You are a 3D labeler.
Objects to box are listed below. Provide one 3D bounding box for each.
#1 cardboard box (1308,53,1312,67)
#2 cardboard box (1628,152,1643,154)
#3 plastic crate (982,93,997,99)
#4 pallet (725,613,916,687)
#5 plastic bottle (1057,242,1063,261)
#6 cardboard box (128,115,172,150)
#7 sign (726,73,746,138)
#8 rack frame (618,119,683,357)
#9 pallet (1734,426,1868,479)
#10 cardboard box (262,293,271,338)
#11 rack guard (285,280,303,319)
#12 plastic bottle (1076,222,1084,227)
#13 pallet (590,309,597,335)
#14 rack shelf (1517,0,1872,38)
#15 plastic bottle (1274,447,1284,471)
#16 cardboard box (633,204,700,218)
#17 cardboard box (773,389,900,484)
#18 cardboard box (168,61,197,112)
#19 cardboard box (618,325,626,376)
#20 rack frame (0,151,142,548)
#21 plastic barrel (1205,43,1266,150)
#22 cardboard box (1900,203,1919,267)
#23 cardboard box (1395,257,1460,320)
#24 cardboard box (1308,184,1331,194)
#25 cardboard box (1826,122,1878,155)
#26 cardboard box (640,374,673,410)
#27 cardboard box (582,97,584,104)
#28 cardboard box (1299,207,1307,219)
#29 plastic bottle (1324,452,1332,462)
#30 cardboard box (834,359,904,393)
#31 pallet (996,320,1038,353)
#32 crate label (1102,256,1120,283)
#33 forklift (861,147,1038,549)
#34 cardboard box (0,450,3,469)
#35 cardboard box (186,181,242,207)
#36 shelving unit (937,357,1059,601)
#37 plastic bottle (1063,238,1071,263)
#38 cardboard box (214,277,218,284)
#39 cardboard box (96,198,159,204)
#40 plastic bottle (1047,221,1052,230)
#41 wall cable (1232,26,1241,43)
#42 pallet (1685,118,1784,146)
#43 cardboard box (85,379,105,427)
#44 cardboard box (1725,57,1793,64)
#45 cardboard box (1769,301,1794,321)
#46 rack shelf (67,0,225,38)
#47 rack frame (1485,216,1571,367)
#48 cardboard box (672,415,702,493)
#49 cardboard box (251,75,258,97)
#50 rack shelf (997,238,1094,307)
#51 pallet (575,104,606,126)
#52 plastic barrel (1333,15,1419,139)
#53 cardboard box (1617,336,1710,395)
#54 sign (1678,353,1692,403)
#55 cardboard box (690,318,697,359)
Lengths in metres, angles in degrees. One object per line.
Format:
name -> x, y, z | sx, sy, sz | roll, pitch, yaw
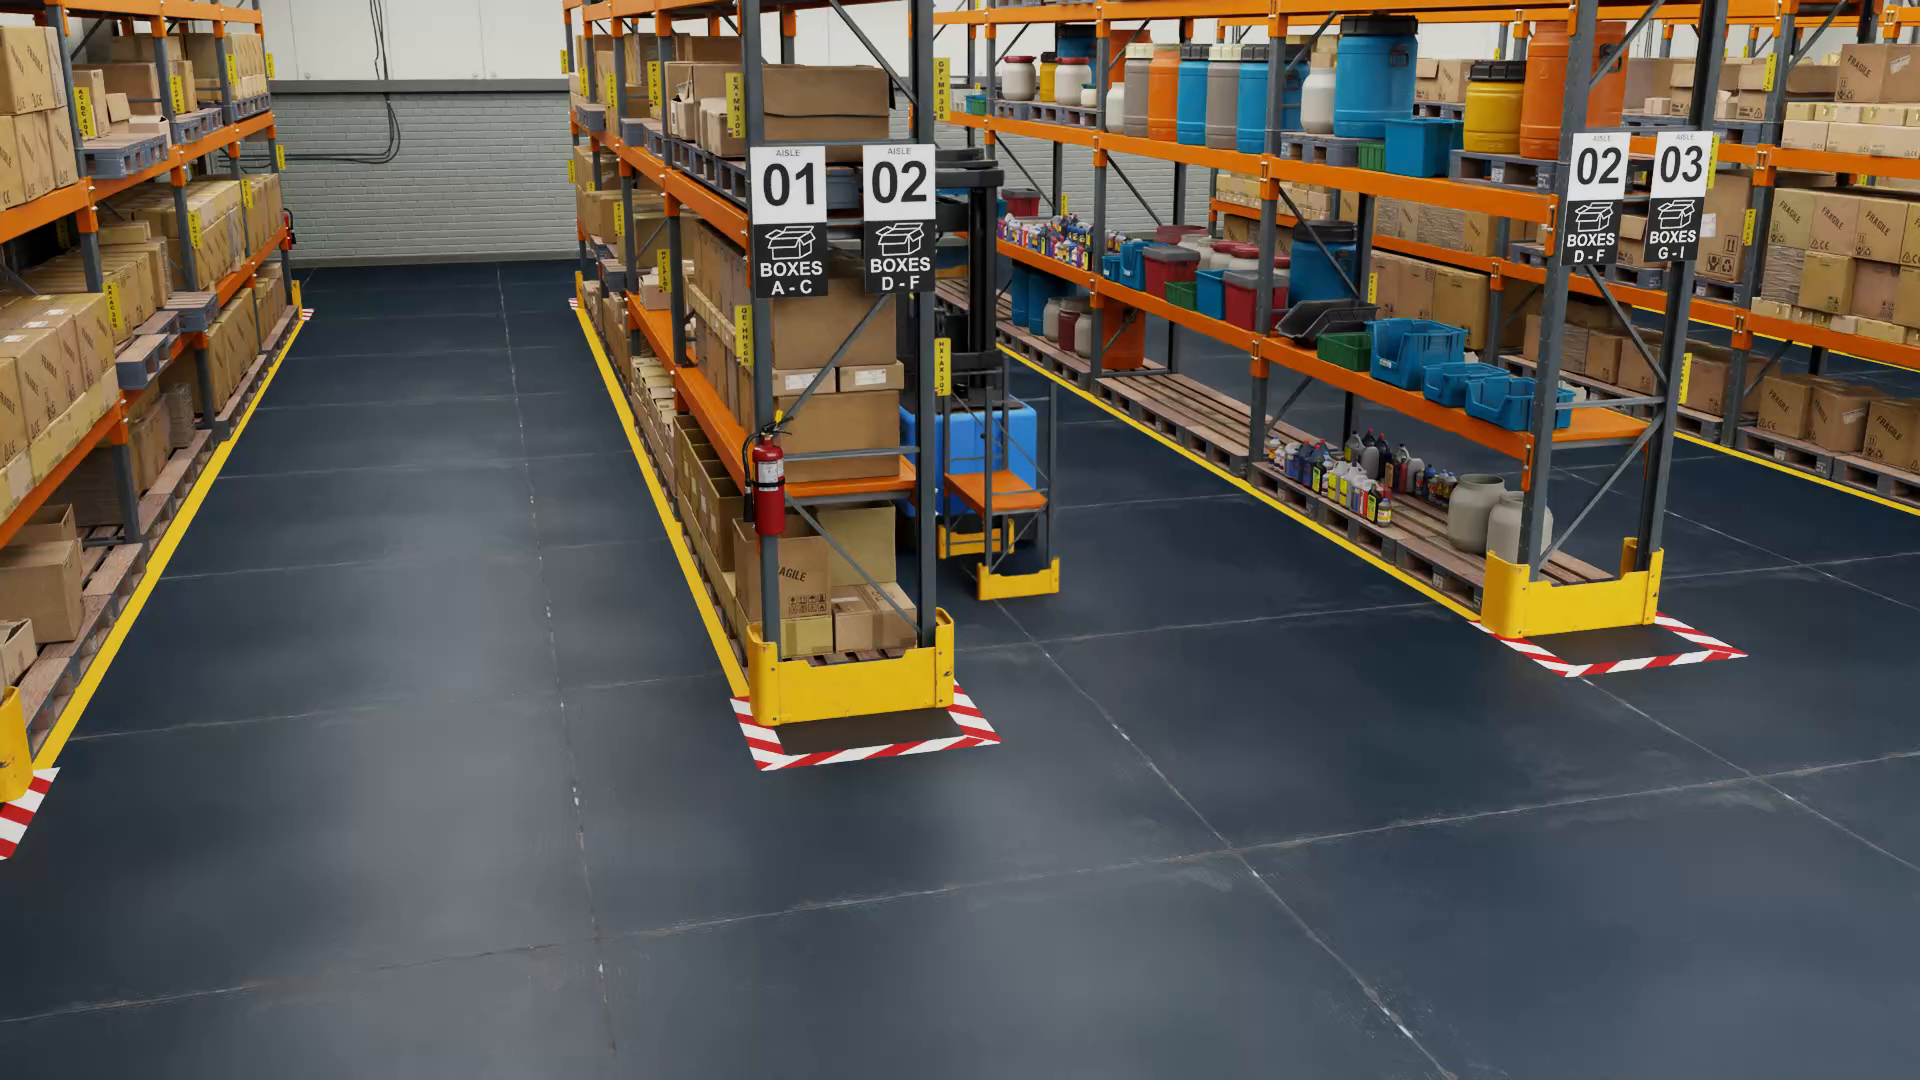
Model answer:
cardboard box -> 5.175, -6.672, 23.659 | 0.700, 0.500, 0.500 | -4, 17, -12
cardboard box -> 9.999, -5.720, 24.351 | 0.500, 0.500, 0.500 | -5, 18, -17
plastic crate -> 0.275, -6.378, 24.124 | 0.450, 0.188, 0.336 | -5, 17, -15
pallet -> -0.887, 0.651, 10.419 | 1.003, 0.211, 1.213 | -5, 17, -15
plastic bottle -> 1.169, -3.322, 19.142 | 0.097, 0.201, 0.097 | 0, 17, 0
cardboard box -> -7.140, -3.522, 14.370 | 0.500, 0.311, 0.500 | -5, 17, -15
sign -> -1.162, -2.260, 8.647 | 0.100, 0.325, 0.005 | -5, 17, -15
rack frame -> -2.835, -2.689, 16.691 | 1.000, 3.000, 0.127 | -5, 17, -15
pallet -> 8.008, -0.847, 15.404 | 1.003, 0.211, 1.213 | -5, 17, -15
cardboard box -> -8.938, -2.761, 20.546 | 0.700, 0.500, 0.500 | -5, 17, -16
rack guard -> -9.802, -3.319, 23.132 | 1.175, 0.500, 0.348 | -5, 17, -15
plastic bottle -> 1.487, -3.803, 20.614 | 0.152, 0.276, 0.135 | -5, 17, -15
pallet -> -4.461, -2.988, 22.534 | 1.003, 0.211, 1.213 | -5, 17, -15
rack shelf -> 7.240, -5.255, 16.751 | 1.077, 0.370, 4.000 | -5, 17, -15
plastic bottle -> 2.722, -0.693, 14.145 | 0.097, 0.201, 0.097 | 0, 17, 0
cardboard box -> -3.184, -3.372, 18.059 | 0.700, 0.500, 0.500 | -1, 17, -5
cardboard box -> -0.753, -0.655, 9.743 | 0.700, 0.500, 0.500 | -5, 17, -15
cardboard box -> -8.345, -4.697, 17.223 | 0.700, 0.500, 0.500 | -5, 17, -16
cardboard box -> -3.460, -2.086, 18.263 | 0.500, 0.500, 0.500 | -5, 18, -17
rack frame -> -6.498, -1.190, 11.700 | 1.000, 3.000, 0.127 | -5, 17, -15
plastic barrel -> 2.499, -3.955, 14.818 | 0.600, 0.901, 0.600 | 0, 17, 0
cardboard box -> 8.093, -2.476, 13.551 | 0.500, 0.500, 0.500 | -5, 17, -15
cardboard box -> 6.283, -3.095, 21.004 | 1.225, 0.875, 0.875 | -5, 17, -15
cardboard box -> 5.208, -5.114, 23.202 | 0.500, 0.500, 0.500 | -4, 17, -14
cardboard box -> 7.818, -3.439, 14.234 | 0.500, 0.250, 0.500 | -5, 17, -16
cardboard box -> -2.683, -1.388, 15.434 | 0.500, 0.311, 0.500 | -5, 17, -17
cardboard box -> -4.451, -5.413, 20.806 | 0.500, 0.250, 0.500 | -5, 17, -15
cardboard box -> 5.051, -4.658, 23.682 | 0.380, 0.149, 0.250 | -5, 17, -16
plastic bottle -> 3.006, -0.591, 13.683 | 0.097, 0.271, 0.097 | 0, 17, 0
cardboard box -> -0.537, -0.961, 9.635 | 0.380, 0.149, 0.250 | -5, 17, -16
pallet -> 1.001, -2.634, 21.354 | 1.003, 0.211, 1.213 | -5, 17, -15
crate label -> 1.684, -2.854, 17.529 | 0.303, 0.233, 0.416 | -5, 17, -15
forklift -> -0.317, -1.721, 13.586 | 1.130, 2.935, 3.031 | -5, 17, -16
cardboard box -> -5.241, -0.537, 8.447 | 0.500, 0.500, 0.500 | -5, 17, -15
cardboard box -> -8.322, -3.853, 18.537 | 0.500, 0.250, 0.500 | -4, 17, -14
shelving unit -> 0.263, -0.468, 11.902 | 0.587, 1.500, 1.083 | -5, 17, -16
plastic bottle -> 1.222, -3.301, 18.952 | 0.097, 0.271, 0.097 | 0, 17, 0
cardboard box -> -7.897, -2.719, 17.191 | 0.380, 0.149, 0.250 | -5, 17, -15
cardboard box -> -8.248, -3.246, 16.516 | 0.500, 0.250, 0.500 | -5, 17, -17
plastic bottle -> 1.133, -3.993, 21.376 | 0.097, 0.201, 0.097 | 0, 17, 0
wall cable -> 6.252, -11.935, 31.450 | 2.277, 5.999, 0.120 | -5, 17, -15
pallet -> 7.723, -3.891, 15.804 | 1.213, 0.211, 1.003 | -5, 17, -15
cardboard box -> -5.947, -0.882, 10.902 | 0.500, 0.250, 0.500 | -5, 17, -15
cardboard box -> 10.686, -6.192, 22.227 | 0.797, 0.503, 0.637 | -5, 17, -16
cardboard box -> 7.616, -2.091, 15.137 | 0.380, 0.149, 0.250 | -5, 17, -15
rack shelf -> -8.147, -5.187, 16.524 | 1.077, 0.370, 4.000 | -5, 17, -15
rack frame -> 6.691, -3.472, 19.295 | 1.000, 3.000, 0.127 | -5, 17, -15
cardboard box -> -1.910, -0.673, 12.726 | 0.500, 0.500, 0.500 | -5, 17, -15
cardboard box -> -9.047, -5.654, 20.704 | 0.500, 0.250, 0.500 | -5, 18, -17
rack shelf -> 1.379, -3.289, 19.937 | 1.077, 0.370, 4.000 | -5, 17, -15
pallet -> -3.823, -4.956, 19.351 | 1.213, 0.211, 1.003 | -5, 17, -15
plastic barrel -> 3.198, -3.568, 12.799 | 0.600, 0.901, 0.708 | -5, 17, -15
cardboard box -> 7.375, -1.838, 17.438 | 0.700, 0.500, 0.500 | -6, 18, -20
sign -> 4.657, -1.042, 10.726 | 0.100, 0.325, 0.005 | -5, 17, -15
cardboard box -> -1.913, -1.644, 13.471 | 0.500, 0.250, 0.500 | -4, 17, -12
